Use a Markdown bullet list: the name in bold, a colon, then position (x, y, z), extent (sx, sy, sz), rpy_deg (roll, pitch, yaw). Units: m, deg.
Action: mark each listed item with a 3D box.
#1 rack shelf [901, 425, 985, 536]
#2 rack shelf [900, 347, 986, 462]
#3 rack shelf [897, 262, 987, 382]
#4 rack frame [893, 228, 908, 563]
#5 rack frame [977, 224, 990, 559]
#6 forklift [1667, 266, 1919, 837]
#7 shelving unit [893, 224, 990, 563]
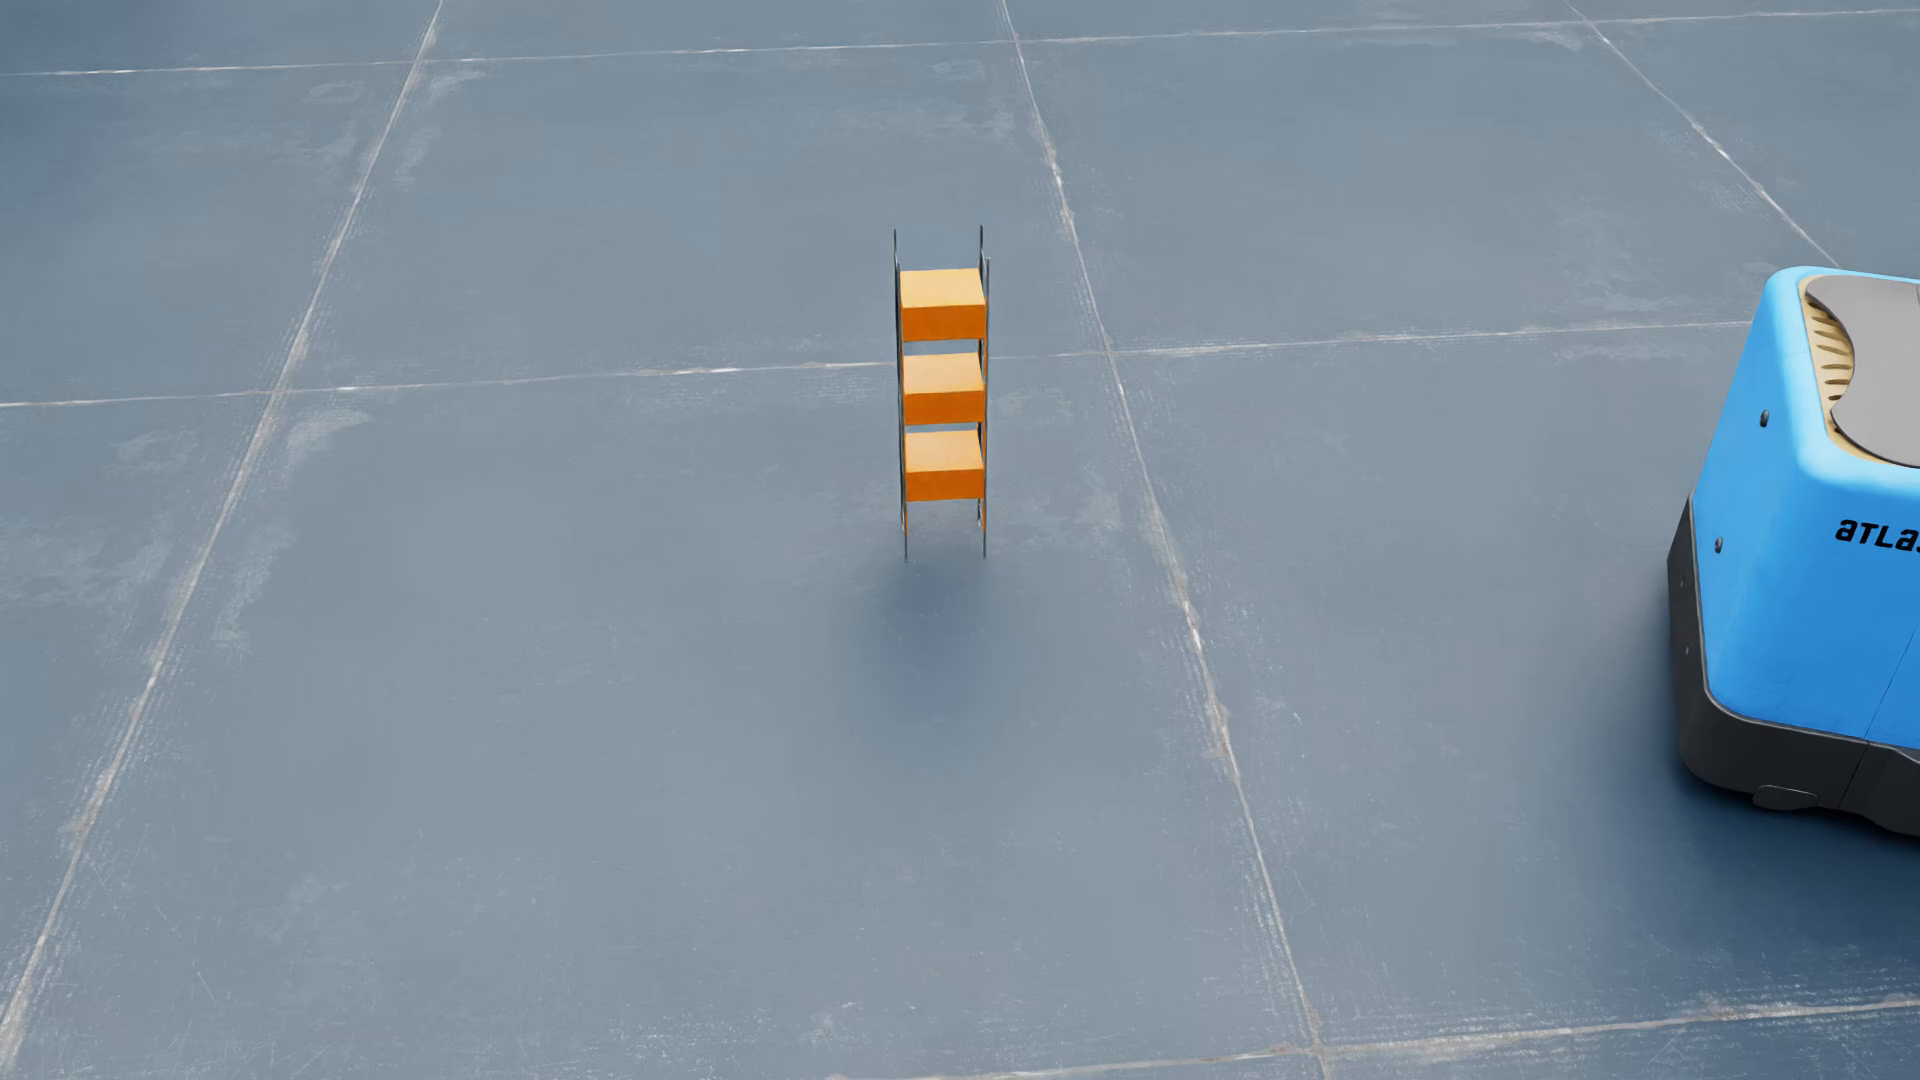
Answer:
- **rack shelf**: position (-0.053, -0.183, 5.100), extent (0.240, 0.259, 0.215), rpy_deg (-3, 38, -4)
- **rack shelf**: position (-0.053, -0.401, 4.928), extent (0.240, 0.259, 0.215), rpy_deg (-3, 38, -4)
- **rack shelf**: position (-0.053, -0.624, 4.752), extent (0.240, 0.259, 0.215), rpy_deg (-3, 38, -4)
- **rack frame**: position (-0.175, -0.403, 4.913), extent (0.008, 1.050, 0.200), rpy_deg (-3, 38, -4)
- **rack frame**: position (0.068, -0.416, 4.930), extent (0.008, 1.050, 0.200), rpy_deg (-3, 38, -4)
- **forklift**: position (3.482, -0.515, 3.536), extent (3.031, 2.935, 1.130), rpy_deg (10, 39, 13)
- **shelving unit**: position (-0.053, -0.409, 4.921), extent (0.252, 1.050, 0.215), rpy_deg (-3, 38, -4)
